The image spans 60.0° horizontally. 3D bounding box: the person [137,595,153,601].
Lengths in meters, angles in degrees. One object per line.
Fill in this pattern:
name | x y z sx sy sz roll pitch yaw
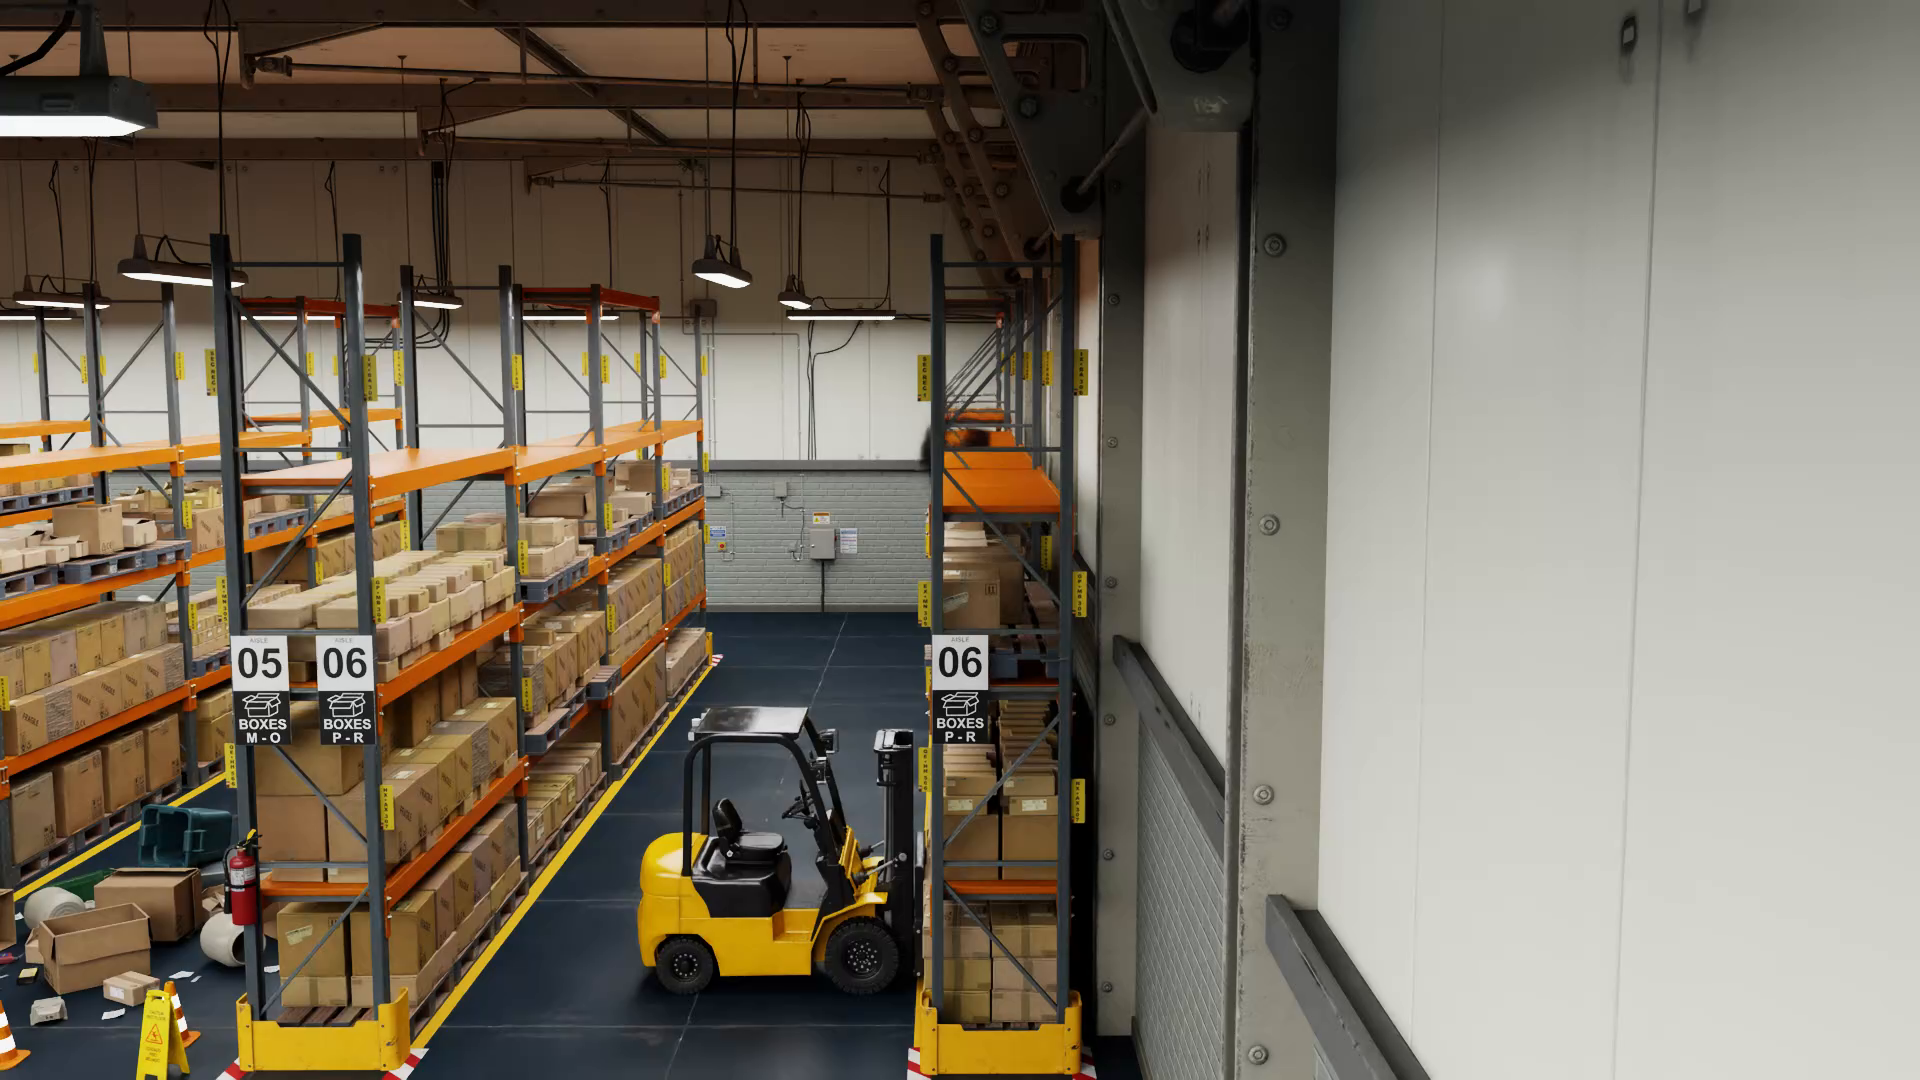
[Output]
person | -11.542 1.692 23.549 0.625 1.831 0.758 0 6 1
